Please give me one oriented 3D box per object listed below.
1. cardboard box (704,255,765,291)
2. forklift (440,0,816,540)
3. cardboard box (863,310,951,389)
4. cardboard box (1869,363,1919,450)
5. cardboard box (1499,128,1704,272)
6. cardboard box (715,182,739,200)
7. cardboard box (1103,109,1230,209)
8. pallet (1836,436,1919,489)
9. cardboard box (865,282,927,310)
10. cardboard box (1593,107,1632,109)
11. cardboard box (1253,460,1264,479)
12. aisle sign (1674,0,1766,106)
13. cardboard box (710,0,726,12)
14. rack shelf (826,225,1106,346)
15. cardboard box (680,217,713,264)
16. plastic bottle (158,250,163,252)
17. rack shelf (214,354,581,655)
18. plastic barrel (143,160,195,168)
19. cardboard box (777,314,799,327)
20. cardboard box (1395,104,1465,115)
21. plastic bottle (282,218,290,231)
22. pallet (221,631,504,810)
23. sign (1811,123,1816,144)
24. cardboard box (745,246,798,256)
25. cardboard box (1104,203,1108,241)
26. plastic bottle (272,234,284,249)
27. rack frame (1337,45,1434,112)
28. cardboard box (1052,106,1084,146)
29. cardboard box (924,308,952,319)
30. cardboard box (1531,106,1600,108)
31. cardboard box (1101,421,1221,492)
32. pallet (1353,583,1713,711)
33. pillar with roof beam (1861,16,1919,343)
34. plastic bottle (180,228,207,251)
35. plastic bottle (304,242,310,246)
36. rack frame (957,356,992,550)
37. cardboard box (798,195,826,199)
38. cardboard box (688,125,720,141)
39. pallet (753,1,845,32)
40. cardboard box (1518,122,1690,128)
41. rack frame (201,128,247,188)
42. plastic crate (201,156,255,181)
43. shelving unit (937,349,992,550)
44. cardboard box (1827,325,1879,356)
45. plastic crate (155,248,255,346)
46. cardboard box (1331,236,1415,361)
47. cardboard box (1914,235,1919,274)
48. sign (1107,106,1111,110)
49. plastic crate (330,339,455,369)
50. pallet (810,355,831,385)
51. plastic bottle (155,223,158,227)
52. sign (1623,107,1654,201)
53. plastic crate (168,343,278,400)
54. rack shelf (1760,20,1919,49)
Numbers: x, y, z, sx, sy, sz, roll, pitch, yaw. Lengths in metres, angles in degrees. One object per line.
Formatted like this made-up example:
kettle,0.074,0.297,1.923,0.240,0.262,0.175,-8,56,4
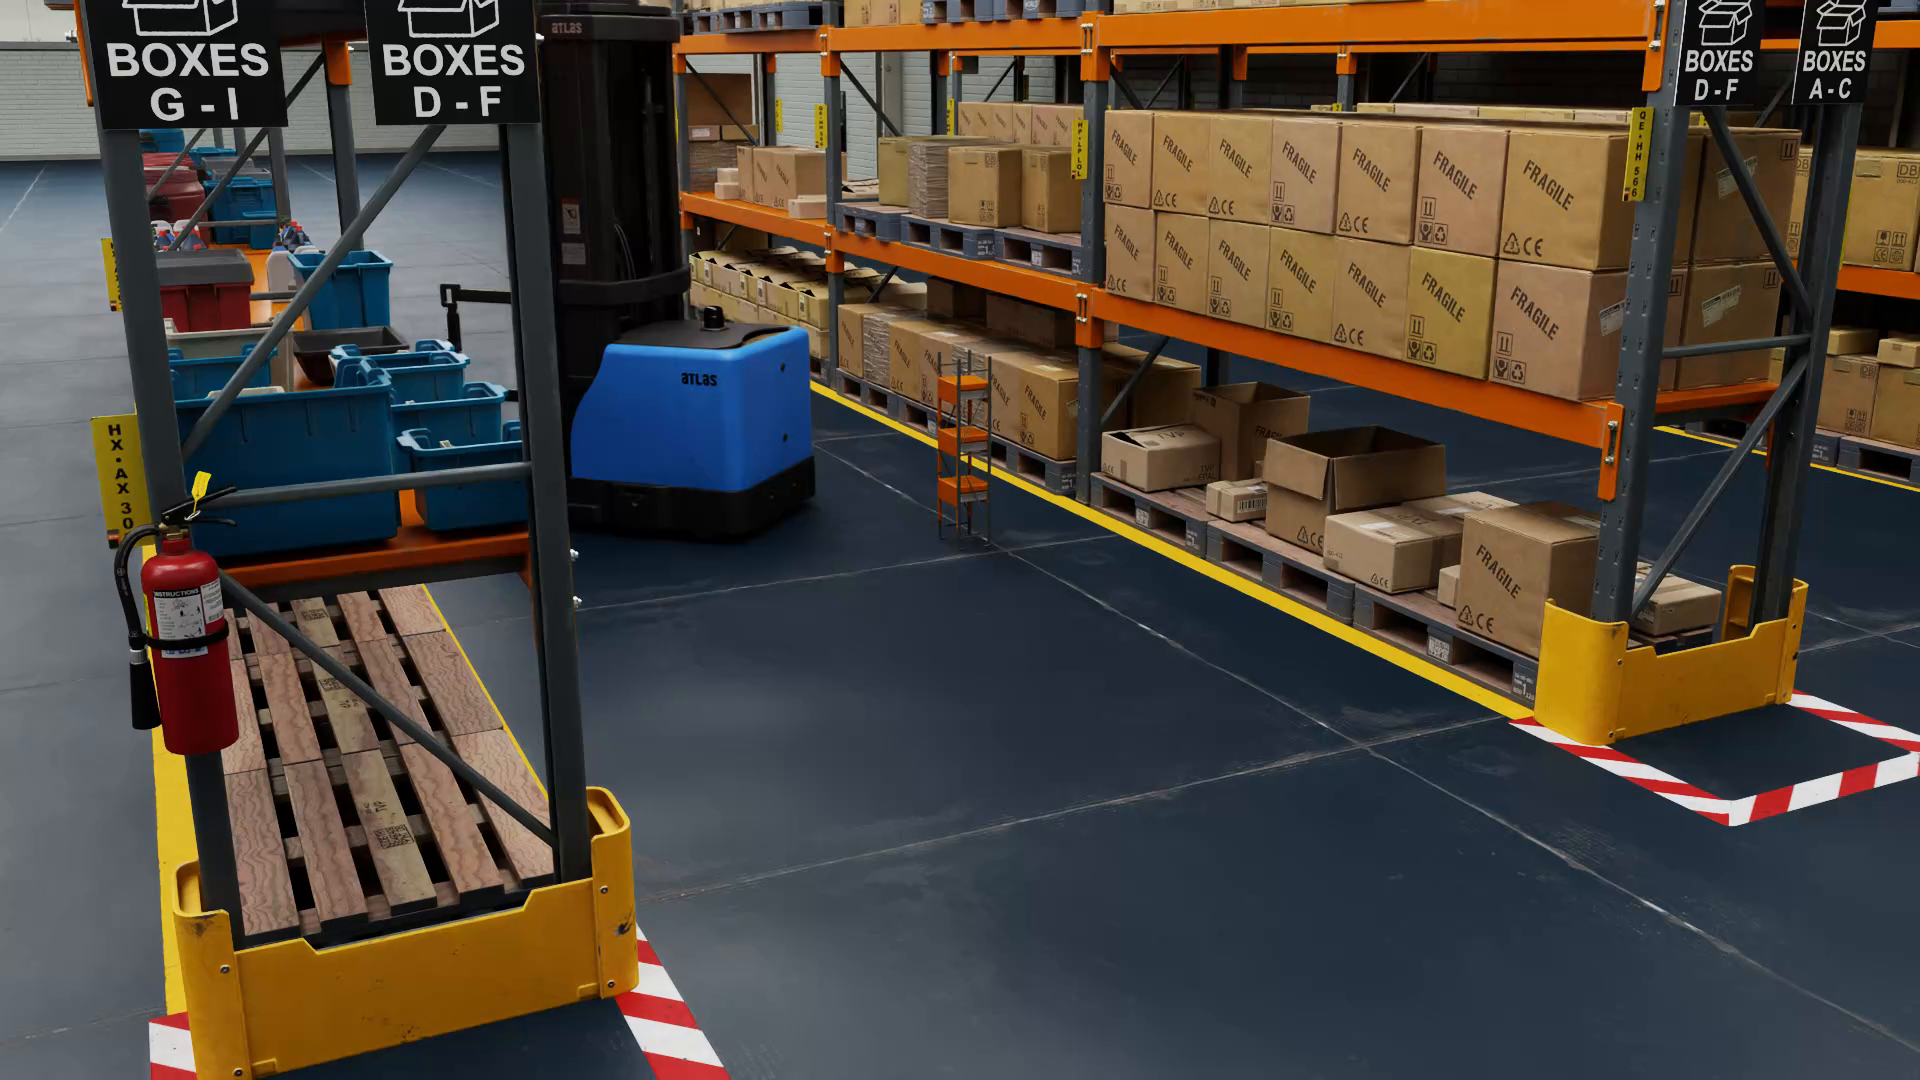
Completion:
cardboard box,-2.158,-2.597,16.069,0.500,0.311,0.500,-8,18,-26
forklift,-2.438,-1.637,9.641,3.031,2.935,1.130,6,17,19
cardboard box,-0.400,-1.446,12.586,0.500,0.500,0.500,-8,18,-27
cardboard box,6.302,-0.870,10.616,0.700,0.500,0.500,-7,18,-24
cardboard box,2.485,-1.335,6.470,0.500,0.500,0.500,-8,18,-25
cardboard box,-2.125,-3.339,15.905,0.380,0.149,0.250,-8,18,-25
cardboard box,1.129,-2.099,9.132,0.500,0.500,0.500,-7,17,-23
pallet,6.428,-0.479,10.538,1.003,0.211,1.213,-8,18,-25
cardboard box,-0.543,-2.028,14.086,0.500,0.311,0.500,-7,17,-23
cardboard box,5.200,-3.280,13.125,0.500,0.250,0.500,-8,18,-27
cardboard box,1.898,-0.369,9.470,0.380,0.149,0.250,-8,18,-25
aisle sign,2.682,-1.925,5.806,0.394,0.787,0.004,-8,18,-25
cardboard box,-2.068,-5.122,15.734,0.500,0.250,0.500,-6,17,-19
rack shelf,0.299,-1.871,11.637,1.077,0.370,4.000,-8,18,-25
cardboard box,-2.938,-3.159,17.685,0.500,0.500,0.500,-8,18,-25
plastic bottle,-4.284,-1.429,9.016,0.152,0.276,0.135,-8,18,-25
rack shelf,-2.403,-0.281,6.098,1.077,0.370,4.000,-8,18,-25
plastic barrel,-6.051,-2.619,12.694,0.433,0.535,0.433,0,16,0
cardboard box,-1.256,-1.821,14.383,0.500,0.250,0.500,-8,18,-26
cardboard box,4.077,-3.596,14.229,0.500,0.250,0.500,-8,18,-26
plastic bottle,-4.370,-1.953,10.830,0.061,0.283,0.133,-8,18,-25
pallet,-2.384,0.698,6.437,1.003,0.211,1.213,-8,18,-25
sign,6.125,-2.842,12.003,0.100,0.325,0.005,-8,18,-25
cardboard box,-1.894,-2.788,16.736,0.500,0.311,0.500,-8,18,-25
cardboard box,1.169,-2.115,10.241,0.500,0.500,0.700,15,22,42
plastic bottle,-4.019,-1.664,9.821,0.061,0.283,0.133,-8,18,-25
rack frame,3.874,-3.312,15.355,1.000,3.000,0.127,-8,18,-25
cardboard box,1.413,-4.805,19.433,0.500,0.500,0.500,-8,18,-25
cardboard box,0.044,-1.519,12.840,0.500,0.500,0.500,-7,17,-23
cardboard box,4.975,-3.410,13.578,0.500,0.250,0.500,-8,18,-26
cardboard box,1.165,-0.510,9.666,0.500,0.311,0.500,-8,18,-25
pallet,2.544,0.395,7.492,1.003,0.211,1.213,-8,18,-25
pillar with roof beam,2.841,-4.615,9.018,9.100,9.000,0.400,-8,18,-25
plastic bottle,-4.381,-1.613,9.522,0.144,0.351,0.185,-8,18,-25
plastic bottle,-3.716,-1.565,9.501,0.097,0.271,0.097,0,16,0
rack frame,0.077,-0.461,8.954,0.200,1.050,0.008,-8,18,-25
cardboard box,-1.187,-2.901,14.378,0.380,0.149,0.250,-6,17,-21
cardboard box,-2.641,-4.106,16.763,0.380,0.149,0.250,-8,18,-25
pallet,-0.955,-4.221,13.427,1.213,0.211,1.003,-7,17,-22
cardboard box,2.734,-1.528,7.144,0.500,0.500,0.500,-7,18,-24
rack frame,-6.784,-3.107,14.639,1.000,3.000,0.127,-8,18,-25
plastic crate,-6.297,-3.055,14.341,0.402,0.464,0.583,-8,18,-25
shelving unit,0.023,-0.491,9.060,0.215,1.050,0.252,-8,18,-25
cardboard box,5.848,-1.328,11.034,0.380,0.149,0.250,-7,17,-23
plastic crate,-3.114,-0.931,6.832,0.402,0.464,0.583,-8,18,-25
cardboard box,2.043,-1.108,7.492,0.500,0.500,0.500,-8,18,-24
cardboard box,6.492,-1.967,10.124,0.980,0.700,0.700,-9,18,-28
sign,1.637,-4.653,18.456,0.100,0.325,0.005,-8,18,-25
plastic crate,-2.047,-0.582,6.034,0.416,0.233,0.300,-8,18,-25
pallet,-0.903,-1.581,14.378,1.003,0.211,1.213,-8,18,-25
plastic bottle,-5.106,-1.875,10.579,0.097,0.271,0.097,0,16,0
sign,2.420,-1.375,5.933,0.100,0.325,0.005,-8,18,-25
plastic crate,-2.657,-0.558,5.952,0.416,0.233,0.300,-8,18,-25
rack shelf,6.503,-2.920,9.856,1.077,0.370,4.000,-8,18,-25
